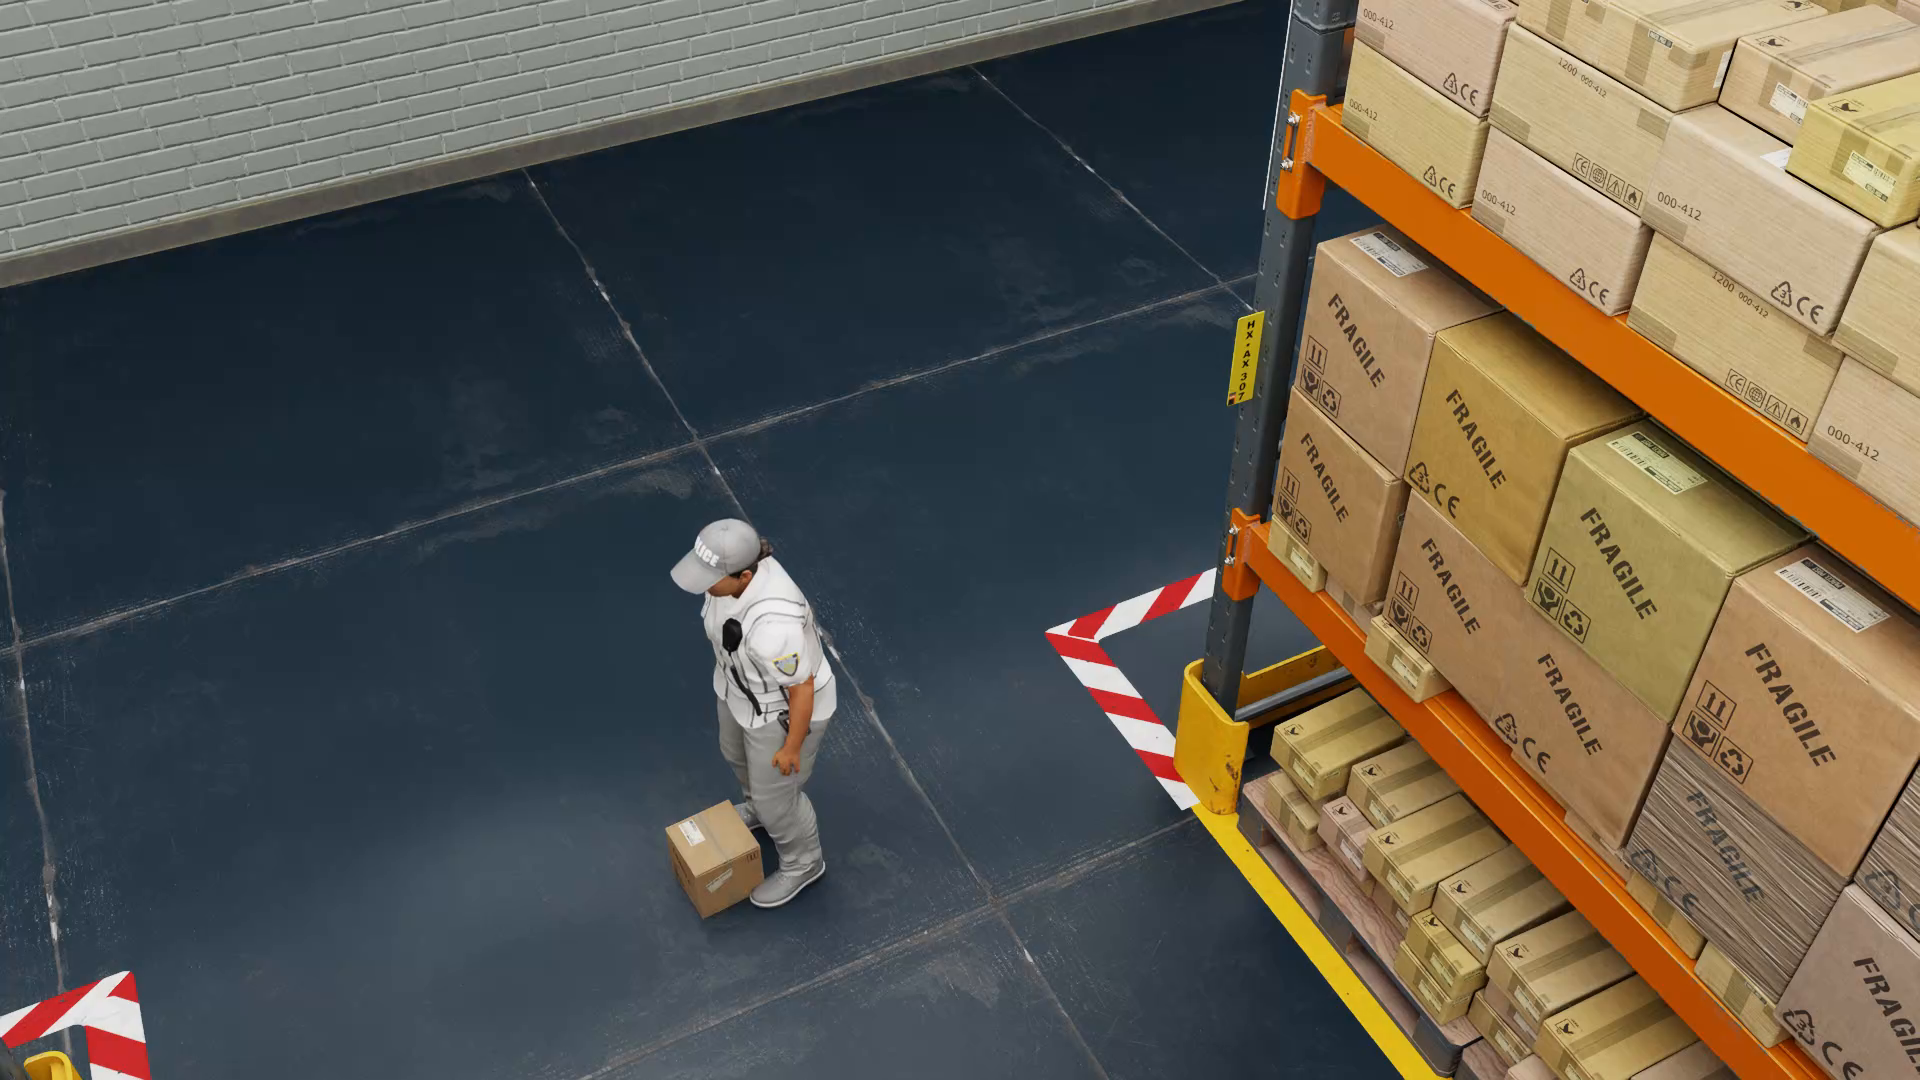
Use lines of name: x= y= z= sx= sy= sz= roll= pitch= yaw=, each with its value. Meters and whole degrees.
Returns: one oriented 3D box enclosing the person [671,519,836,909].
person: x=-0.676 y=0.541 z=5.543 sx=0.468 sy=1.666 sz=0.563 roll=-22 pitch=46 yaw=-23
